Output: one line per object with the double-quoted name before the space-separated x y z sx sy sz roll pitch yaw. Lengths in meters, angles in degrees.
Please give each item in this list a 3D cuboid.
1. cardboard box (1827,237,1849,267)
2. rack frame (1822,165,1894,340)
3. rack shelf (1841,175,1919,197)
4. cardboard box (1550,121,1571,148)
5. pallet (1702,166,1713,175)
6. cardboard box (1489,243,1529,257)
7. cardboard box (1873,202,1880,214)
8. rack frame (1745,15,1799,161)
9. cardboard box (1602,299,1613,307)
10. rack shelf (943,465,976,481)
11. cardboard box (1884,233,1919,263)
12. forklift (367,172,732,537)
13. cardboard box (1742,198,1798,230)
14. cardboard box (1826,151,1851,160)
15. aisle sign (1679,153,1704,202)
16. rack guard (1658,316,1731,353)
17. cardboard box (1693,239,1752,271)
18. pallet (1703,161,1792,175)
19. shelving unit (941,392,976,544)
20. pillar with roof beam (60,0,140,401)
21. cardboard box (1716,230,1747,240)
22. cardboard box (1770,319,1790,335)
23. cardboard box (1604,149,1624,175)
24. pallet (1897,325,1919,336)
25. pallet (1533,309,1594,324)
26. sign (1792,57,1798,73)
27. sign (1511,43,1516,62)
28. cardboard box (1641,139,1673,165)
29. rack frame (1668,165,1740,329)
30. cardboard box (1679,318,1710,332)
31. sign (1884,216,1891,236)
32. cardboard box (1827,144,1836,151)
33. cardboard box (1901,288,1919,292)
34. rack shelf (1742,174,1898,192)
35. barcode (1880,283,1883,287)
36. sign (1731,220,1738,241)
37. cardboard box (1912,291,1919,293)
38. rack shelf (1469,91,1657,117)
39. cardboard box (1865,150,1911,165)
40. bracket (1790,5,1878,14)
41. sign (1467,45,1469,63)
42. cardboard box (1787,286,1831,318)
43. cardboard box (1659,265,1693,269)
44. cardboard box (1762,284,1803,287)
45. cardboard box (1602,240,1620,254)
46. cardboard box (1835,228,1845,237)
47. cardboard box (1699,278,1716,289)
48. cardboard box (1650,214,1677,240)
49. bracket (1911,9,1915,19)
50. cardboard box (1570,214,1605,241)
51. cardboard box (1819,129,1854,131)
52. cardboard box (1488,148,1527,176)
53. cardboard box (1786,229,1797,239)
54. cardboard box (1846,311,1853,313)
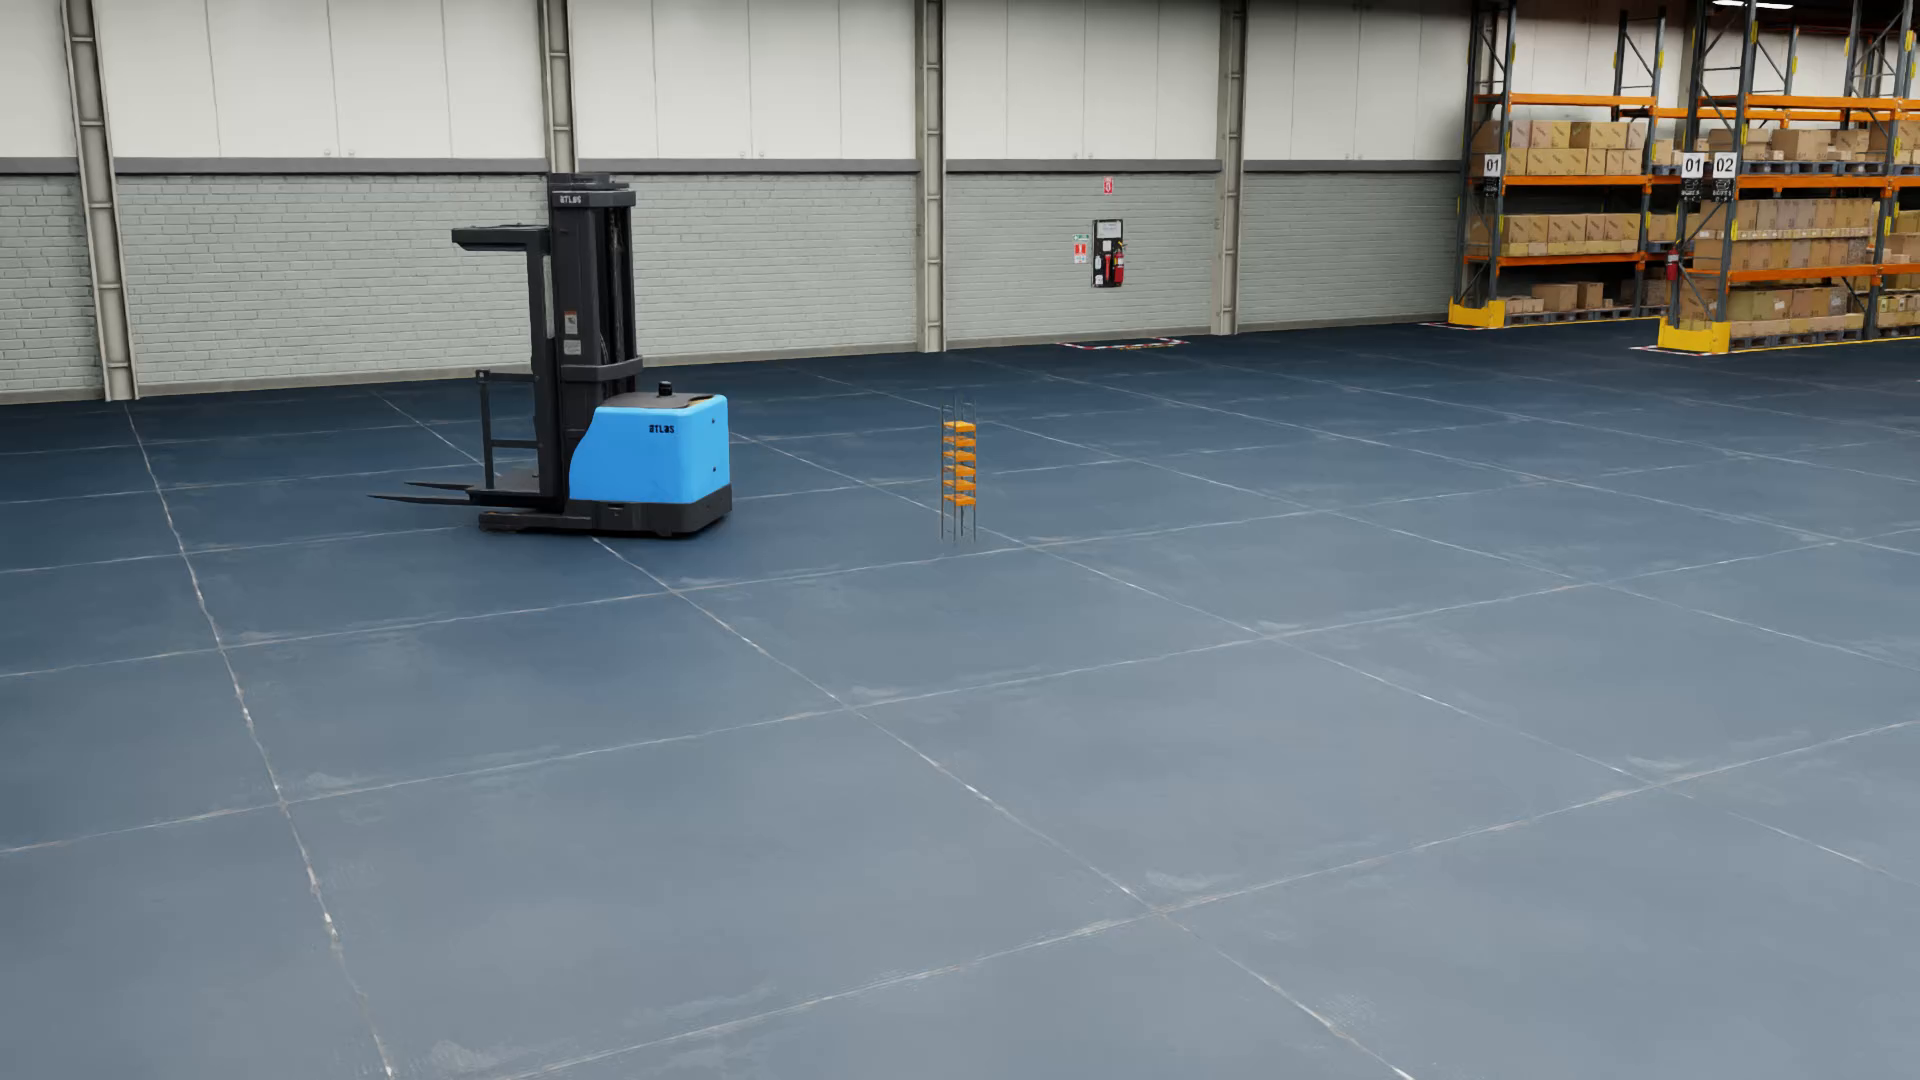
"cardboard box" 14.903 -5.011 28.817 0.500 0.500 0.700 -7 14 -28
"rack frame" 15.749 -5.067 29.293 0.127 3.000 1.000 -7 14 -28
"rack shelf" 17.505 -6.390 29.977 4.000 0.370 1.077 -7 14 -28
"cardboard box" 11.225 -7.703 31.623 0.500 0.500 0.500 -6 14 -26
"pallet" 14.874 -7.547 33.909 1.003 0.211 1.213 -7 14 -28
"cardboard box" 10.442 -5.527 31.634 0.500 0.250 0.500 -7 15 -29
"cardboard box" 20.107 -7.334 36.707 0.500 0.250 0.500 -6 14 -26
"rack frame" 16.883 -9.369 34.744 0.127 3.000 1.000 -7 14 -28
"cardboard box" 12.917 -4.792 33.520 0.250 0.166 0.380 -9 16 -35
"rack shelf" -0.013 -0.540 13.480 0.180 0.103 0.258 -7 14 -28
"cardboard box" 16.894 -5.249 29.873 0.500 0.500 0.500 -6 14 -24
"forklift" -3.550 -1.597 14.029 3.031 2.935 1.130 3 13 12
"cardboard box" 13.602 -5.490 27.988 0.500 0.500 0.700 -7 14 -28
"cardboard box" 14.822 -6.502 28.132 0.250 0.149 0.380 -7 14 -28
"aisle sign" 12.040 -5.964 27.358 0.004 0.787 0.394 -7 14 -28
"rack guard" 12.217 -3.424 27.686 0.348 0.500 1.175 -7 14 -28
"cardboard box" 12.654 -4.742 27.619 0.500 0.500 0.700 -7 14 -28
"pallet" 12.871 -6.136 27.412 1.213 0.211 1.003 -7 14 -28
"shelving unit" -0.013 -0.584 13.471 0.189 1.200 0.258 -7 14 -28
"pillar with roof beam" -8.941 -5.413 17.167 0.400 9.000 9.100 -7 14 -28
"cardboard box" 12.686 -5.011 27.340 0.250 0.149 0.380 -7 14 -28
"cardboard box" 13.692 -3.629 28.209 0.500 0.250 0.500 -7 14 -28
"cardboard box" 12.598 -7.392 32.517 0.500 0.500 0.500 -8 15 -33
"pallet" 17.449 -3.921 30.551 1.213 0.211 1.003 -7 14 -28
"pallet" 11.728 -4.454 32.921 1.213 0.211 1.003 -7 14 -28
"sign" 17.152 -9.760 34.173 0.005 0.325 0.100 -7 14 -28
"sign" 10.121 -8.917 30.428 0.005 0.325 0.100 -7 14 -28
"cardboard box" 13.891 -7.781 33.334 0.500 0.500 0.500 -5 13 -20
"rack frame" 12.238 -4.646 27.423 0.127 3.000 1.000 -7 14 -28
"cardboard box" 12.567 -3.623 28.182 0.500 0.250 0.500 -7 14 -28
"sign" 16.017 -5.421 28.714 0.005 0.325 0.100 -7 14 -28
"cardboard box" 14.707 -6.701 28.650 0.500 0.311 0.500 -8 15 -31
"cardboard box" 17.754 -4.516 30.874 0.500 0.311 0.500 -7 15 -29
"rack shelf" 18.639 -7.765 36.087 4.000 0.370 1.077 -7 14 -28
"barcode" 16.173 -4.477 29.176 0.075 0.075 0.001 -7 14 -28
"sign" 12.499 -5.000 26.841 0.005 0.325 0.100 -7 14 -28
"cardboard box" 17.580 -4.362 30.187 0.500 0.311 0.500 -6 14 -26
"rack shelf" 11.617 -8.385 32.019 4.000 0.370 1.077 -7 14 -28
"cardboard box" 16.295 -6.725 29.214 0.500 0.250 0.500 -5 14 -22
"bracket" 18.124 -11.401 35.576 4.783 0.066 0.076 -7 14 -28
"sign" 9.613 -9.169 31.369 0.005 0.325 0.100 -7 14 -28
"cardboard box" 14.565 -4.102 28.602 0.500 0.500 0.500 -7 14 -28
"cardboard box" 14.850 -5.565 34.490 0.500 0.250 0.500 -7 15 -29
"cardboard box" 14.315 -4.203 29.050 0.500 0.500 0.500 -7 14 -28
"cardboard box" 12.661 -5.799 32.840 0.500 0.250 0.500 -7 14 -28
"cardboard box" 14.937 -5.281 28.538 0.250 0.149 0.380 -7 14 -28
"cardboard box" 15.346 -5.262 34.850 0.500 0.500 0.700 -7 14 -28
"cardboard box" 14.330 -6.389 33.937 0.500 0.500 0.700 -5 14 -22
"bracket" 21.129 -11.761 37.177 0.430 0.232 0.235 -7 14 -28
"cardboard box" 12.223 -6.110 32.515 0.500 0.500 0.500 -7 15 -29
"cardboard box" 19.082 -8.827 36.232 0.500 0.250 0.500 -7 15 -30
"cardboard box" 10.275 -7.109 31.263 0.500 0.500 0.500 -6 14 -26
"cardboard box" 13.815 -5.147 27.943 0.250 0.149 0.380 -7 14 -29
"cardboard box" 15.974 -4.030 29.991 0.500 0.250 0.500 -7 14 -28
